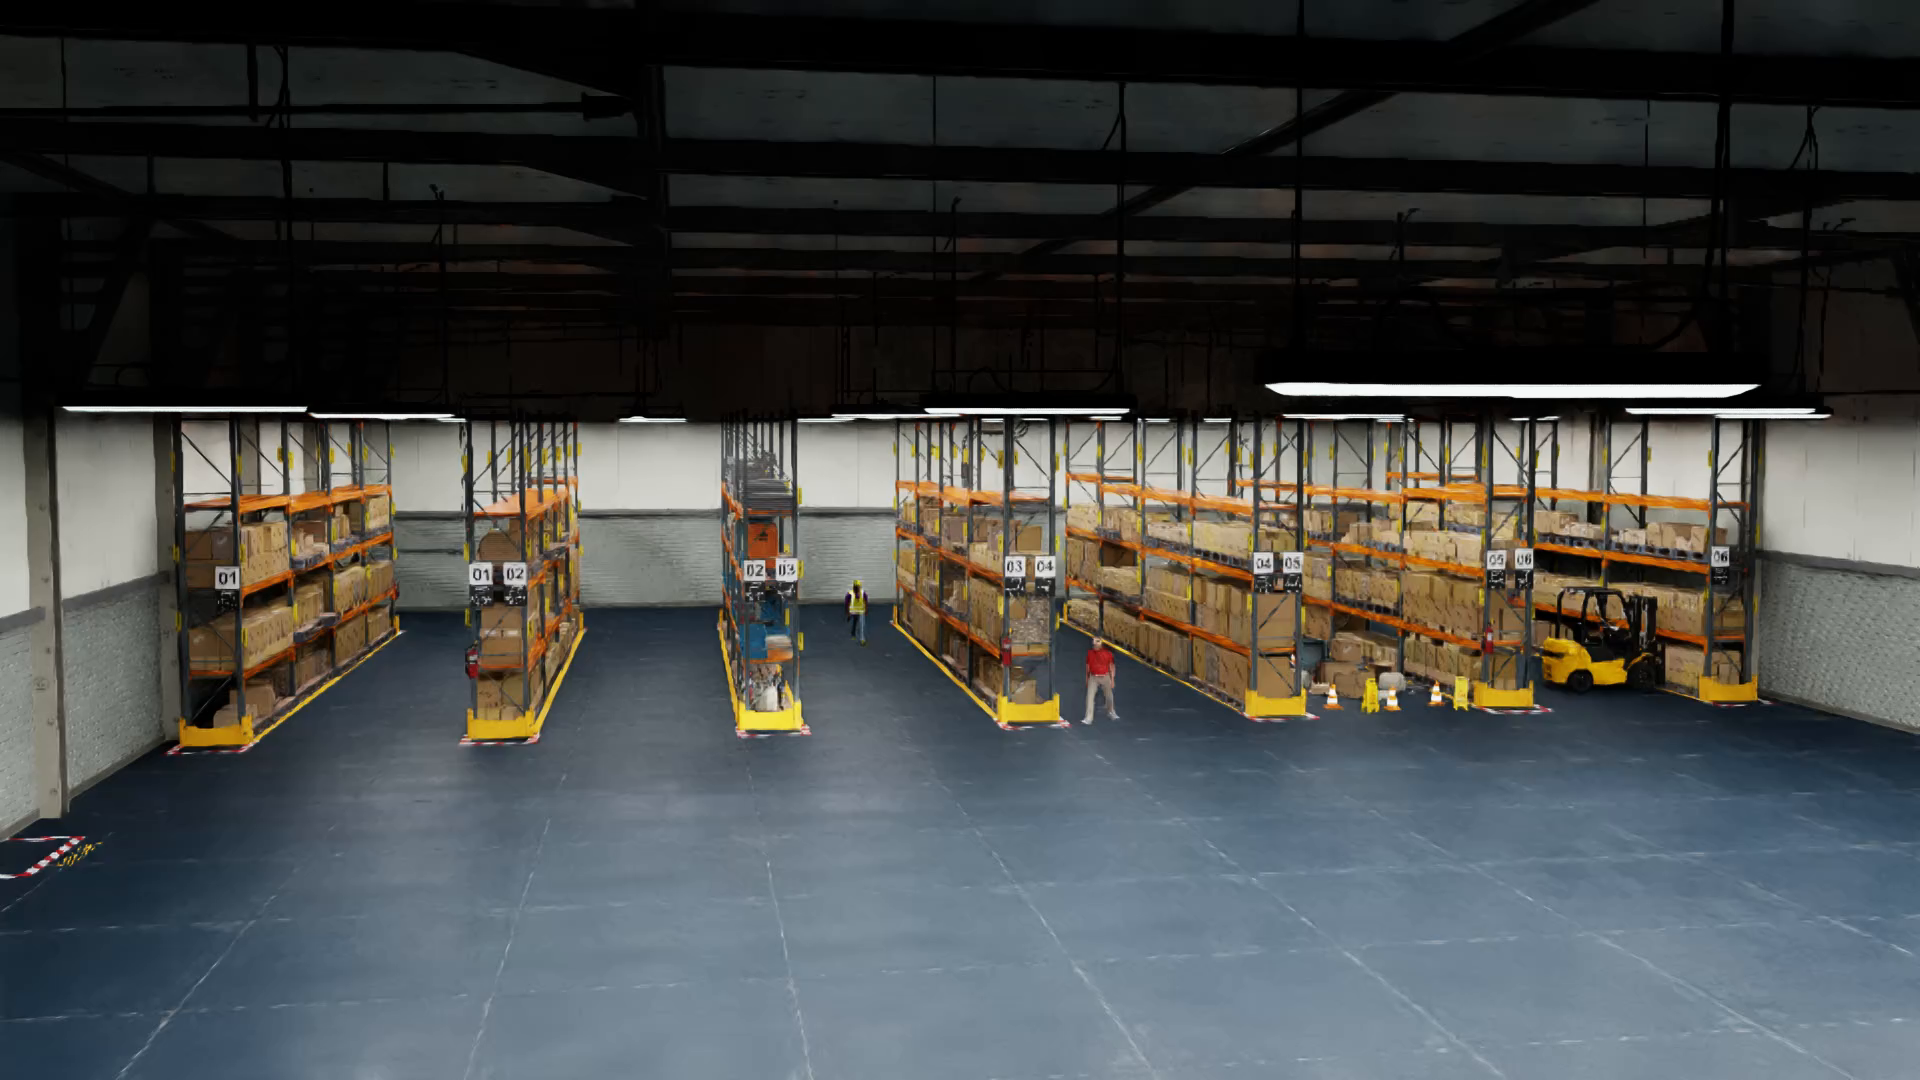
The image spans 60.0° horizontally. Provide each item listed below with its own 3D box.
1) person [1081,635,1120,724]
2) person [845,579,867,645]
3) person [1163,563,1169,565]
[{"bbox_3d":[2.705,2.661,31.850,0.640,1.688,0.938,1,4,15],"label":"person"},{"bbox_3d":[-2.685,1.844,43.133,0.573,1.658,1.121,-1,4,-8],"label":"person"},{"bbox_3d":[5.836,1.524,47.395,0.585,1.763,0.682,1,4,13],"label":"person"}]
